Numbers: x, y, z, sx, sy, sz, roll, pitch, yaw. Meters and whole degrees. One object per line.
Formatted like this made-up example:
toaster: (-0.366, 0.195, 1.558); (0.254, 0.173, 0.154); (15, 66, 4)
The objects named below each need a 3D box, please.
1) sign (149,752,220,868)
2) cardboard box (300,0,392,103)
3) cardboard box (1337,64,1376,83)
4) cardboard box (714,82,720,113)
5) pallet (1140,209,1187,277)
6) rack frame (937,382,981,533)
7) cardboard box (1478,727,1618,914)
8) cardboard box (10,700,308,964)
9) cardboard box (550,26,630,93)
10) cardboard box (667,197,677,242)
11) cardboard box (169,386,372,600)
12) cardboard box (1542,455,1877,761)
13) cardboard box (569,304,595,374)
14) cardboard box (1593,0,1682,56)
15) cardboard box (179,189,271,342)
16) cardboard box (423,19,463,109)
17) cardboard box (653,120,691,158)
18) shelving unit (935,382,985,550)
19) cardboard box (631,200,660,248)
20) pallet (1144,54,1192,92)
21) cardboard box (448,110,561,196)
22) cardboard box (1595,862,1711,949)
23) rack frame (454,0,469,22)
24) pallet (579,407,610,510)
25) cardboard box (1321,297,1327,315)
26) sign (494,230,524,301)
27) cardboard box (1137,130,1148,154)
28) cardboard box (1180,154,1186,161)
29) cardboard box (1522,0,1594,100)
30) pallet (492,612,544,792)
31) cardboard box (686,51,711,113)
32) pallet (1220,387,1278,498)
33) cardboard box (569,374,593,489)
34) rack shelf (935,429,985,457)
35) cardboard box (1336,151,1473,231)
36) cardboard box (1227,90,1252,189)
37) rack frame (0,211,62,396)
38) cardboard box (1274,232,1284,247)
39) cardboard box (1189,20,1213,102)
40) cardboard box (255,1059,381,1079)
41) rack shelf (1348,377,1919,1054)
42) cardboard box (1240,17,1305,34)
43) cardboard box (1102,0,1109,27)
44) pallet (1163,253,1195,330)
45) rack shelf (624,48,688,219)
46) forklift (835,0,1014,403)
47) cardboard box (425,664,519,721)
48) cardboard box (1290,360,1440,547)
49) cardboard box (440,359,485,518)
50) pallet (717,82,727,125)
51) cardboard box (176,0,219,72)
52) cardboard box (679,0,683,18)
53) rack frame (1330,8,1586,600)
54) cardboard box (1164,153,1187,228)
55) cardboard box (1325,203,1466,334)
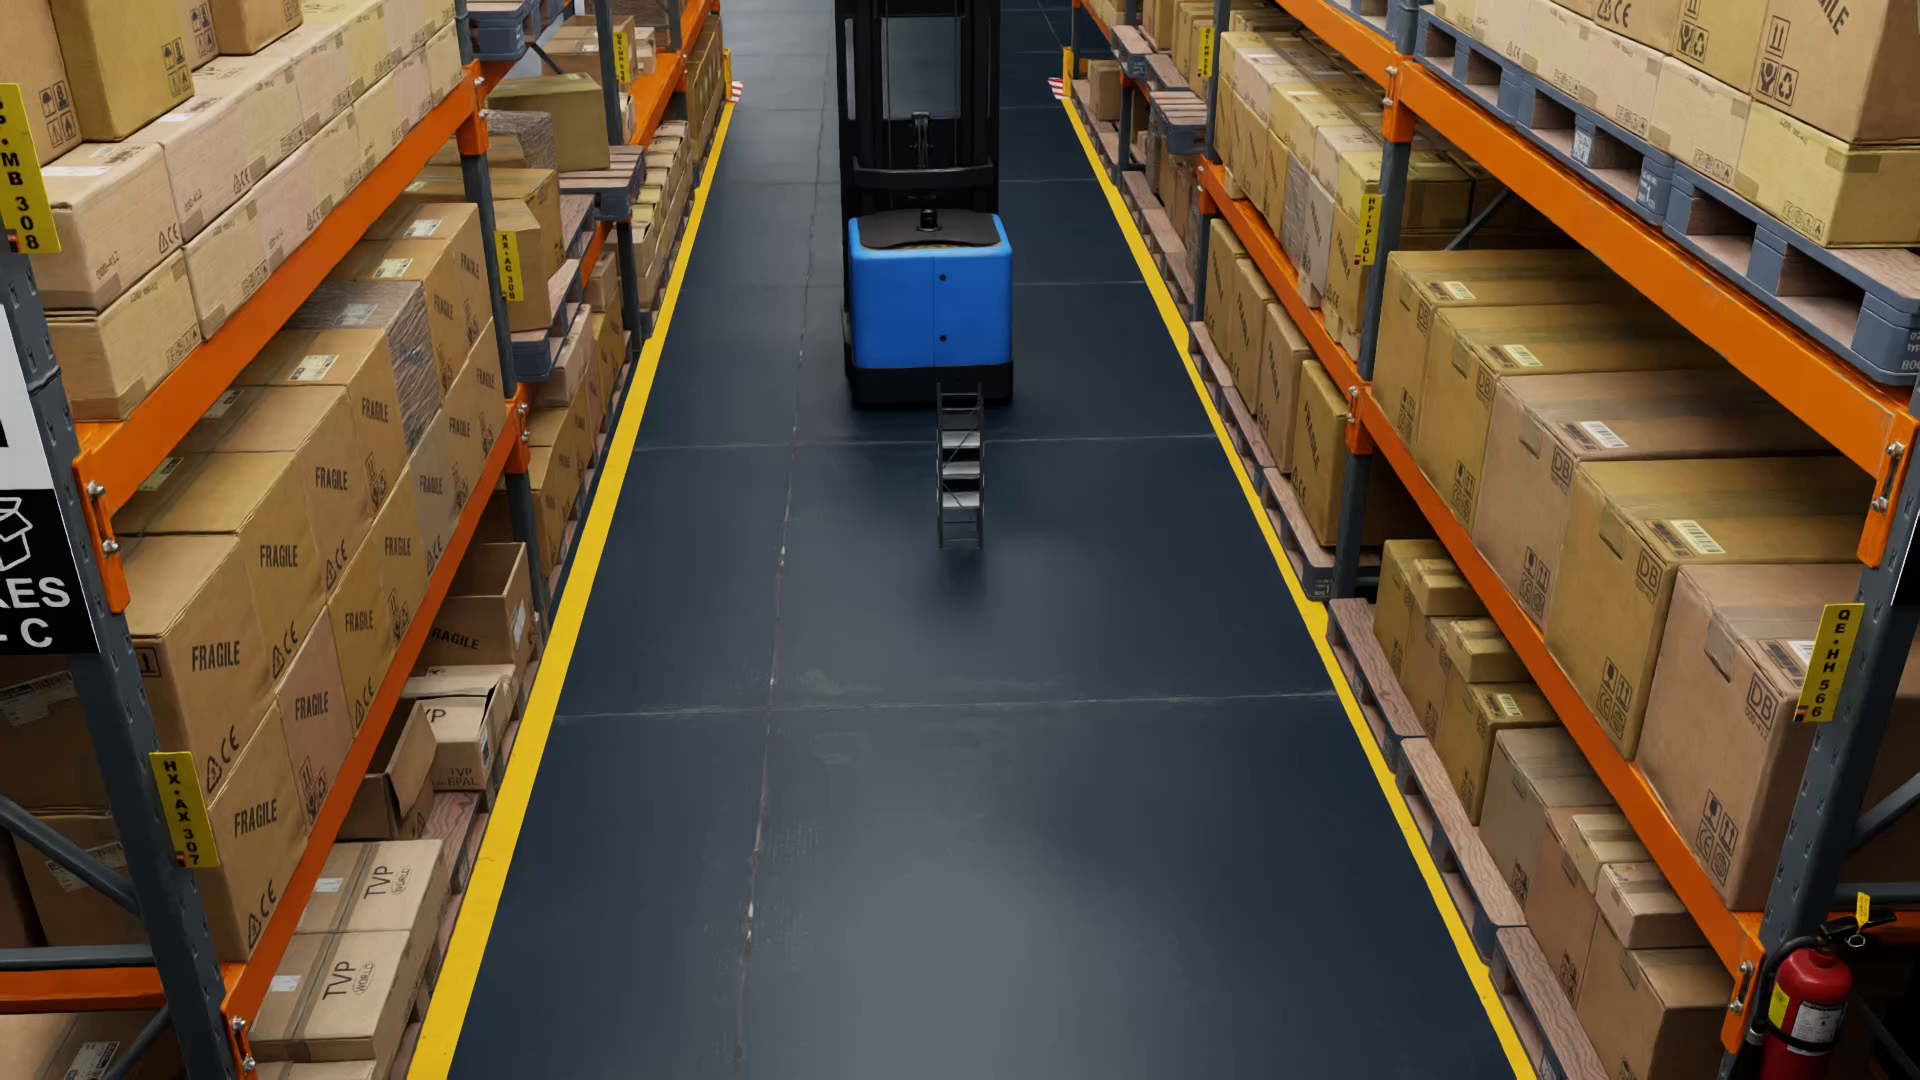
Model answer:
sign: (-1.804, 0.630, 3.863); (0.100, 0.325, 0.005); (-1, 28, -3)
cardboard box: (-2.211, -1.626, 5.502); (0.500, 0.250, 0.500); (-1, 28, -3)
cardboard box: (2.513, -2.627, 9.782); (0.500, 0.250, 0.500); (-2, 28, -4)
cardboard box: (-2.792, -4.627, 17.398); (0.500, 0.250, 0.500); (-1, 28, -3)
pallet: (2.083, -2.476, 13.769); (1.003, 0.211, 1.213); (-1, 28, -3)
rack frame: (-0.005, -0.442, 9.125); (0.240, 0.900, 0.006); (-1, 28, -3)
cardboard box: (2.412, 1.043, 6.255); (0.700, 0.500, 0.500); (-2, 28, -4)
cardboard box: (-2.105, 0.771, 4.420); (0.500, 0.500, 0.500); (-1, 28, -2)
cardboard box: (-2.895, -3.730, 13.050); (0.500, 0.500, 0.500); (-1, 28, -3)
cardboard box: (-2.584, -2.593, 13.497); (0.500, 0.250, 0.500); (-1, 28, -2)
cardboard box: (-2.161, -0.145, 5.095); (0.500, 0.500, 0.500); (-1, 28, -2)
cardboard box: (2.515, 0.201, 5.296); (0.980, 0.700, 0.700); (-2, 28, -3)
cardboard box: (-2.415, -1.163, 9.652); (0.500, 0.250, 0.500); (-2, 28, -4)
cardboard box: (2.240, -1.725, 4.859); (0.500, 0.500, 0.500); (-3, 28, -5)
cardboard box: (-2.132, -0.711, 4.289); (0.500, 0.250, 0.500); (-1, 28, -3)
cardboard box: (-2.263, -1.866, 6.503); (0.500, 0.250, 0.500); (-1, 28, -3)
cardboard box: (-2.665, -3.551, 14.727); (0.500, 0.311, 0.500); (-1, 28, -3)
shelving unit: (0.000, -0.395, 9.035); (0.258, 0.900, 0.210); (-1, 28, -3)
cardboard box: (-2.533, -2.375, 12.473); (0.500, 0.311, 0.500); (-2, 28, -4)
pallet: (2.039, -3.617, 13.149); (1.003, 0.211, 1.213); (-1, 28, -3)
cardboard box: (-2.761, -2.183, 9.630); (0.700, 0.500, 0.500); (4, 28, 7)
cardboard box: (2.276, 1.164, 5.322); (0.380, 0.149, 0.250); (-2, 28, -3)
rack frame: (-2.554, -3.481, 6.192); (1.000, 3.000, 0.127); (-1, 28, -3)
pallet: (-2.701, -0.524, 10.026); (1.003, 0.211, 1.213); (-1, 28, -3)
cardboard box: (2.087, -1.225, 8.606); (0.380, 0.149, 0.250); (-1, 28, -1)
sign: (-2.013, -1.221, 7.412); (0.100, 0.325, 0.005); (-1, 28, -3)
cardboard box: (1.917, -3.822, 15.922); (0.380, 0.166, 0.250); (-5, 28, -9)
cardboard box: (2.087, -3.273, 13.698); (0.500, 0.250, 0.500); (-2, 28, -4)
cardboard box: (2.212, -1.638, 5.503); (0.500, 0.250, 0.500); (-2, 28, -4)
pallet: (-2.519, 0.733, 7.617); (1.003, 0.211, 1.213); (-1, 28, -3)
cardboard box: (-2.736, -4.498, 16.339); (0.500, 0.500, 0.500); (-1, 28, -3)
pallet: (2.210, -0.625, 10.220); (1.003, 0.211, 1.213); (-1, 28, -3)
cardboard box: (-2.394, -0.614, 9.410); (0.500, 0.500, 0.500); (-1, 28, -2)
rack shelf: (0.000, -0.525, 8.967); (0.258, 0.077, 0.200); (-1, 28, -3)
cardboard box: (2.113, -1.669, 7.944); (0.500, 0.250, 0.500); (-1, 28, -1)
cardboard box: (1.971, -2.502, 10.352); (0.500, 0.500, 0.500); (0, 28, -1)
rack frame: (-2.345, -1.633, 2.651); (1.000, 3.000, 0.127); (-1, 28, -3)
cardboard box: (2.060, -1.821, 9.748); (0.380, 0.149, 0.250); (-1, 28, -2)
cardboard box: (2.093, -3.503, 12.139); (0.700, 0.500, 0.500); (-4, 28, -7)
cardboard box: (-2.037, 1.771, 5.200); (0.380, 0.166, 0.250); (-1, 28, -3)
rack shelf: (2.497, 0.301, 6.208); (1.077, 0.370, 4.000); (-1, 28, -3)
cardboard box: (2.136, -3.475, 11.383); (0.380, 0.149, 0.250); (-5, 28, -9)
cardboard box: (1.629, -5.021, 15.773); (0.500, 0.250, 0.500); (-1, 28, -2)
pallet: (2.144, -1.914, 12.691); (1.003, 0.211, 1.213); (-1, 28, -3)
rack shelf: (-2.868, -3.273, 13.059); (1.077, 0.370, 4.000); (-1, 28, -3)
forklift: (-0.302, -2.841, 11.527); (1.130, 2.935, 3.031); (-2, 28, -5)
cardboard box: (-2.162, 0.676, 7.317); (0.380, 0.149, 0.250); (-1, 28, -3)
cardboard box: (2.229, -0.472, 8.782); (0.750, 0.750, 0.750); (-1, 28, -2)
cardboard box: (-2.244, -0.402, 6.670); (0.500, 0.500, 0.500); (-1, 28, -1)
pallet: (-3.099, -4.774, 18.175); (1.003, 0.211, 1.213); (-1, 28, -3)
cardboard box: (-2.463, -1.489, 4.429); (0.700, 0.500, 0.500); (-1, 28, -3)
cardboard box: (-3.058, -5.239, 15.944); (0.700, 0.500, 0.500); (-1, 28, -2)
rack frame: (2.392, -0.942, 7.812); (1.000, 3.000, 0.127); (-1, 28, -3)
cardboard box: (2.093, -2.910, 13.812); (0.700, 0.500, 0.500); (-1, 28, -2)
cardboard box: (2.117, -1.334, 8.113); (0.500, 0.500, 0.500); (-2, 28, -3)
